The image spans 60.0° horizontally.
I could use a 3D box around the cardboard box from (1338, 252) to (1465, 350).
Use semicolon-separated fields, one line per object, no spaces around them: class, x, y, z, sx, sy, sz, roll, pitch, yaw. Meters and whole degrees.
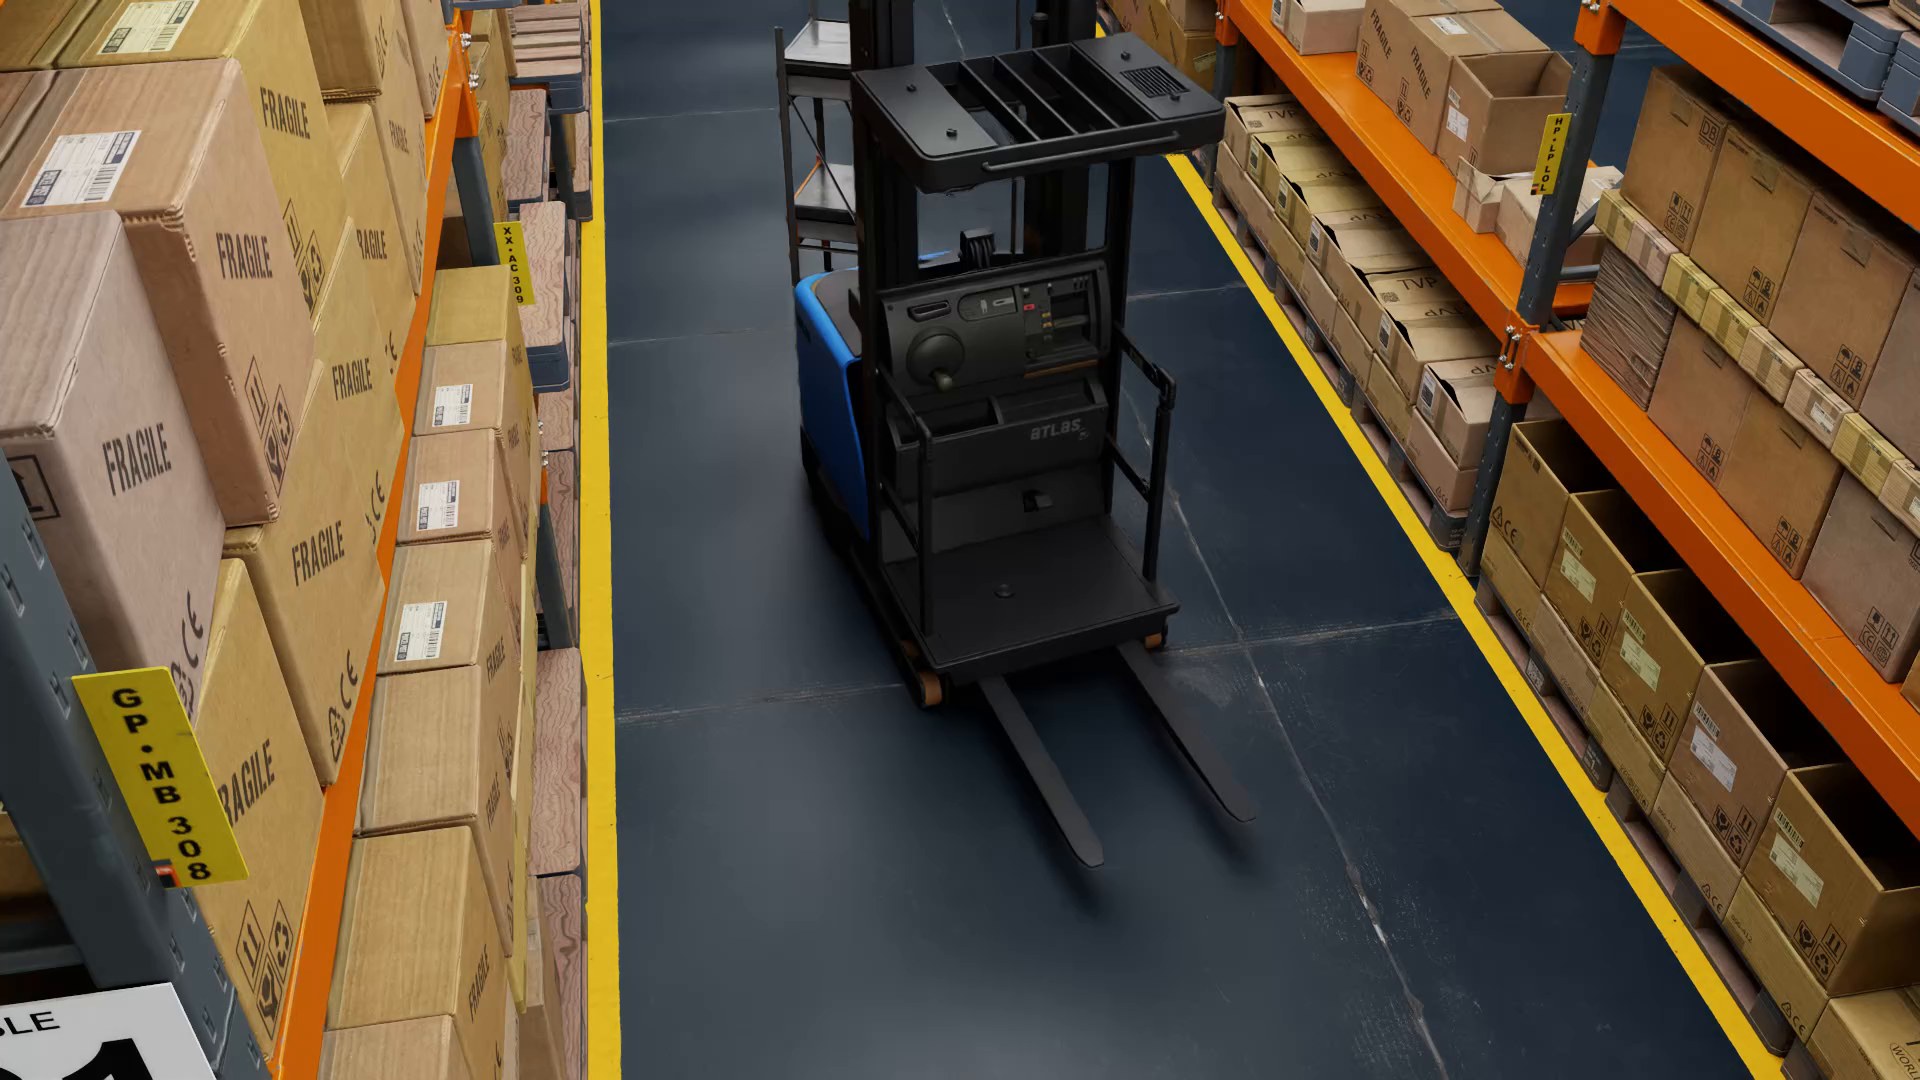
cardboard box;2.239;-1.229;8.328;0.500;0.311;0.500;-6;38;-8

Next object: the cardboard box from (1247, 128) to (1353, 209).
cardboard box;1.976;-2.151;9.516;0.500;0.311;0.500;-7;38;-9

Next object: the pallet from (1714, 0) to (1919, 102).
pallet;2.949;-1.735;5.166;1.003;0.211;1.213;-6;38;-8

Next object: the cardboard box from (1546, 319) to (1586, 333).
cardboard box;2.865;-0.979;8.007;0.500;0.311;0.500;-7;38;-8

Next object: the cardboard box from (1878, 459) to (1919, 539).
cardboard box;2.947;-0.125;4.855;0.380;0.149;0.250;-7;38;-9

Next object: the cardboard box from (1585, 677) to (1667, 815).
cardboard box;2.722;0.740;6.252;0.500;0.250;0.500;-6;38;-8

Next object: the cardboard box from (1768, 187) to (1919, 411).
cardboard box;3.035;-0.775;5.164;0.700;0.500;0.500;-6;38;-8

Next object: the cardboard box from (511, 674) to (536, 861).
cardboard box;-1.449;0.649;4.575;0.500;0.250;0.500;-6;38;-8

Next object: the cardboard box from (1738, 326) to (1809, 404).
cardboard box;2.811;-0.594;5.459;0.380;0.149;0.250;-7;38;-9

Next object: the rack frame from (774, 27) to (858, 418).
rack frame;-0.604;-1.354;7.781;0.400;2.100;0.015;8;39;11

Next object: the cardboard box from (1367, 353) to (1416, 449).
cardboard box;2.329;-0.703;8.109;0.500;0.250;0.500;-7;38;-9

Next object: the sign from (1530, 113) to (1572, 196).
sign;2.242;-1.460;6.305;0.100;0.325;0.005;-6;38;-8

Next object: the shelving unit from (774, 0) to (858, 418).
shelving unit;-0.547;-1.499;7.968;0.431;2.100;0.503;8;39;11

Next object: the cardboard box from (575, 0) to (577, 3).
cardboard box;-3.263;-4.333;12.293;0.750;0.750;0.750;-6;38;-7

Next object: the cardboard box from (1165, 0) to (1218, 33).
cardboard box;1.664;-3.570;10.968;0.500;0.250;0.500;-5;38;-6

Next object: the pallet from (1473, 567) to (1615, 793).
pallet;2.872;0.488;6.950;1.003;0.211;1.213;-6;38;-8

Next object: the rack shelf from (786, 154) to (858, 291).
rack shelf;-0.547;-1.489;7.977;0.431;0.518;0.480;8;39;11

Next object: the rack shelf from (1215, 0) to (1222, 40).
rack shelf;1.722;-4.438;11.604;1.077;0.370;4.000;-6;38;-8

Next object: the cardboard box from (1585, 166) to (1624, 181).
cardboard box;2.820;-1.556;7.513;0.380;0.149;0.250;-6;38;-8

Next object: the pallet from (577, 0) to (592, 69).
pallet;-3.295;-3.836;12.516;1.003;0.211;1.213;-6;38;-8

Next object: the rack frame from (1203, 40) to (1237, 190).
rack frame;2.073;-3.514;9.828;1.000;3.000;0.127;-6;38;-8

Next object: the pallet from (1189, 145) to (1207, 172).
pallet;1.979;-2.868;11.270;1.003;0.211;1.213;-6;38;-8

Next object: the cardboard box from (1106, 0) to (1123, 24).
cardboard box;1.401;-4.175;12.358;0.500;0.500;0.500;-6;38;-7

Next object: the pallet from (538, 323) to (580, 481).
pallet;-2.457;-0.670;8.441;1.003;0.211;1.213;-6;38;-8

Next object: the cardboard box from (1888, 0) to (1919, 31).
cardboard box;2.939;-1.536;4.297;0.797;0.503;0.637;-2;38;-3

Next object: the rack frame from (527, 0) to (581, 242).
rack frame;-2.803;-2.979;9.140;1.000;3.000;0.127;-6;38;-8

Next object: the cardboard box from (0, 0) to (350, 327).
cardboard box;-1.368;-0.649;2.783;0.500;0.500;0.500;-5;38;-7

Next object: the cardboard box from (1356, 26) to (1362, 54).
cardboard box;2.352;-2.651;8.922;0.380;0.149;0.250;-4;38;-5

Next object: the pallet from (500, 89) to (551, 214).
pallet;-2.416;-1.712;7.665;1.003;0.211;1.213;-6;38;-8

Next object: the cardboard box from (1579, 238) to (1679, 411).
cardboard box;2.858;-0.870;6.344;0.700;0.500;0.500;-7;38;-9

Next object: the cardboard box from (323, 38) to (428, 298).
cardboard box;-1.560;-0.879;3.894;0.500;0.500;0.500;-8;38;-10

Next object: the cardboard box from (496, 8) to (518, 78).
cardboard box;-2.586;-2.575;8.179;0.700;0.500;0.500;-10;39;-12

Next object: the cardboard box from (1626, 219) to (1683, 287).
cardboard box;2.675;-1.059;6.058;0.380;0.149;0.250;-6;38;-7

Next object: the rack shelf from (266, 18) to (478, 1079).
rack shelf;-1.751;-0.256;3.775;1.077;0.370;4.000;-6;38;-8

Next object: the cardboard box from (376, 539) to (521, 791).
cardboard box;-1.452;0.365;4.330;0.500;0.500;0.500;-5;38;-7

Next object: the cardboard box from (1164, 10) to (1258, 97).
cardboard box;1.678;-3.240;11.155;0.500;0.500;0.500;-5;38;-6

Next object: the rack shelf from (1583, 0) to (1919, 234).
rack shelf;3.125;-0.791;4.464;1.077;0.370;4.000;-6;38;-8

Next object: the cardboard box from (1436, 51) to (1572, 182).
cardboard box;2.563;-1.921;7.697;0.500;0.500;0.500;-4;38;-5

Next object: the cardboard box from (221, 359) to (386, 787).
cardboard box;-1.272;0.064;2.680;0.500;0.500;0.500;-4;38;-5

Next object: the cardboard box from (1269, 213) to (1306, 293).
cardboard box;2.062;-1.629;9.301;0.500;0.250;0.500;-7;38;-9

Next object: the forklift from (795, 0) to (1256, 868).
forklift;0.233;-0.761;6.340;1.130;2.935;3.031;-13;40;-16

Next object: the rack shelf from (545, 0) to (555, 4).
rack shelf;-3.154;-3.903;10.915;1.077;0.370;4.000;-6;38;-8

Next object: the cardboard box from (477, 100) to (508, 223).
cardboard box;-2.249;-1.426;6.700;0.700;0.500;0.500;-3;38;-3

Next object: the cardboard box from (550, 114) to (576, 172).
cardboard box;-2.803;-2.754;10.260;0.750;0.750;0.750;-7;38;-9

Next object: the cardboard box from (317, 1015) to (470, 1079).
cardboard box;-1.189;1.287;3.143;0.500;0.500;0.500;-6;38;-8

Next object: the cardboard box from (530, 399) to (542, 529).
cardboard box;-1.721;-0.258;5.743;0.500;0.250;0.500;-6;38;-8

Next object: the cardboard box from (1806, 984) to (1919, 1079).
cardboard box;2.991;1.645;5.086;0.500;0.250;0.500;-6;38;-8

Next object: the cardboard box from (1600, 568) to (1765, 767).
cardboard box;2.723;0.444;6.022;0.500;0.500;0.500;-6;38;-8

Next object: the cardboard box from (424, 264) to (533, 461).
cardboard box;-1.715;-0.556;5.515;0.500;0.500;0.500;-6;38;-8

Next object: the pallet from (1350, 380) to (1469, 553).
pallet;2.607;-0.438;8.141;1.003;0.211;1.213;-6;38;-8

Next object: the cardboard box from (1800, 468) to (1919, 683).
cardboard box;3.132;0.060;5.146;0.700;0.500;0.500;-5;38;-7
